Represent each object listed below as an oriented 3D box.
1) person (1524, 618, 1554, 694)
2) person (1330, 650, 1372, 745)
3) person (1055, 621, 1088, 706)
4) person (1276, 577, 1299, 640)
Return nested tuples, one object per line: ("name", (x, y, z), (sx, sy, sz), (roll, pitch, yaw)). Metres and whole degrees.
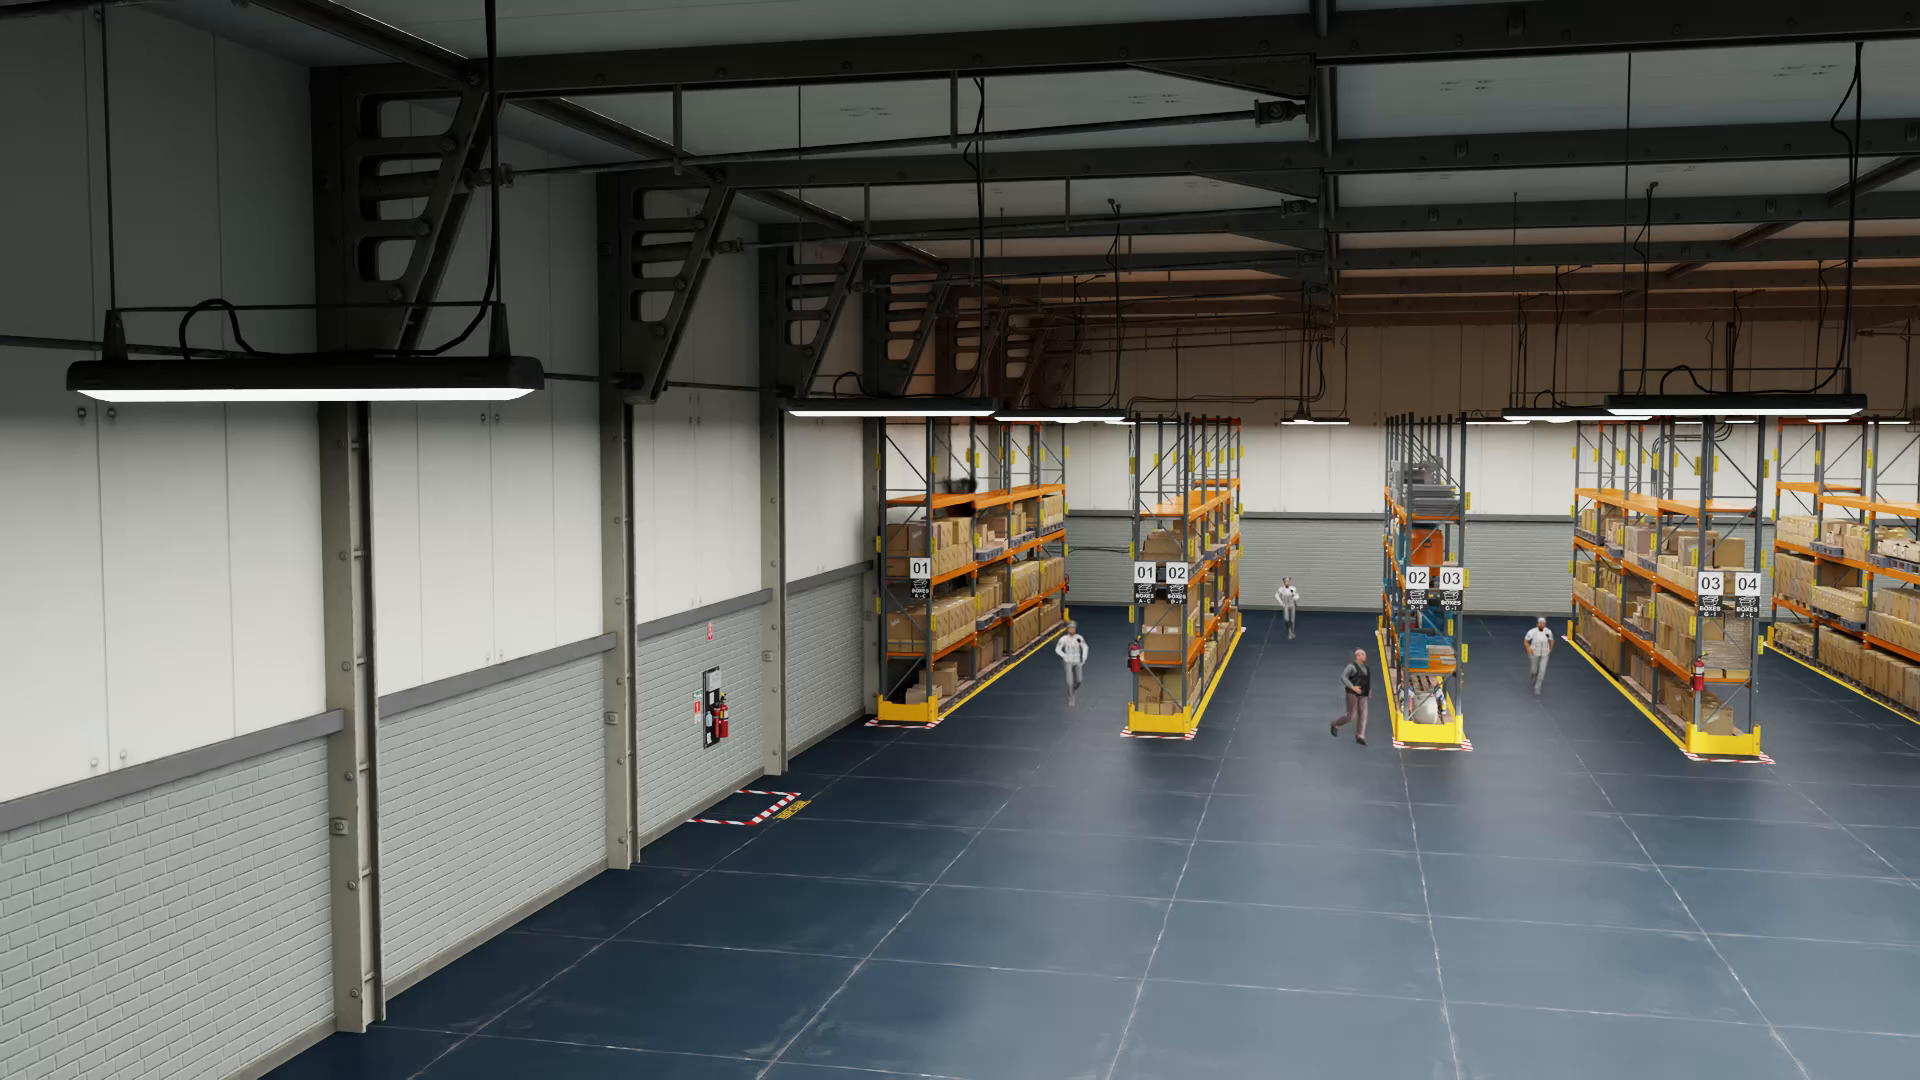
("person", (12.537, 2.490, 35.990), (0.627, 1.640, 0.652), (1, 4, 8))
("person", (7.250, 2.835, 30.243), (0.714, 1.676, 0.889), (-2, 4, -30))
("person", (2.210, 2.413, 32.536), (0.674, 1.670, 0.455), (-1, 4, -9))
("person", (8.885, 1.846, 45.075), (0.612, 1.715, 0.693), (0, 4, 4))
